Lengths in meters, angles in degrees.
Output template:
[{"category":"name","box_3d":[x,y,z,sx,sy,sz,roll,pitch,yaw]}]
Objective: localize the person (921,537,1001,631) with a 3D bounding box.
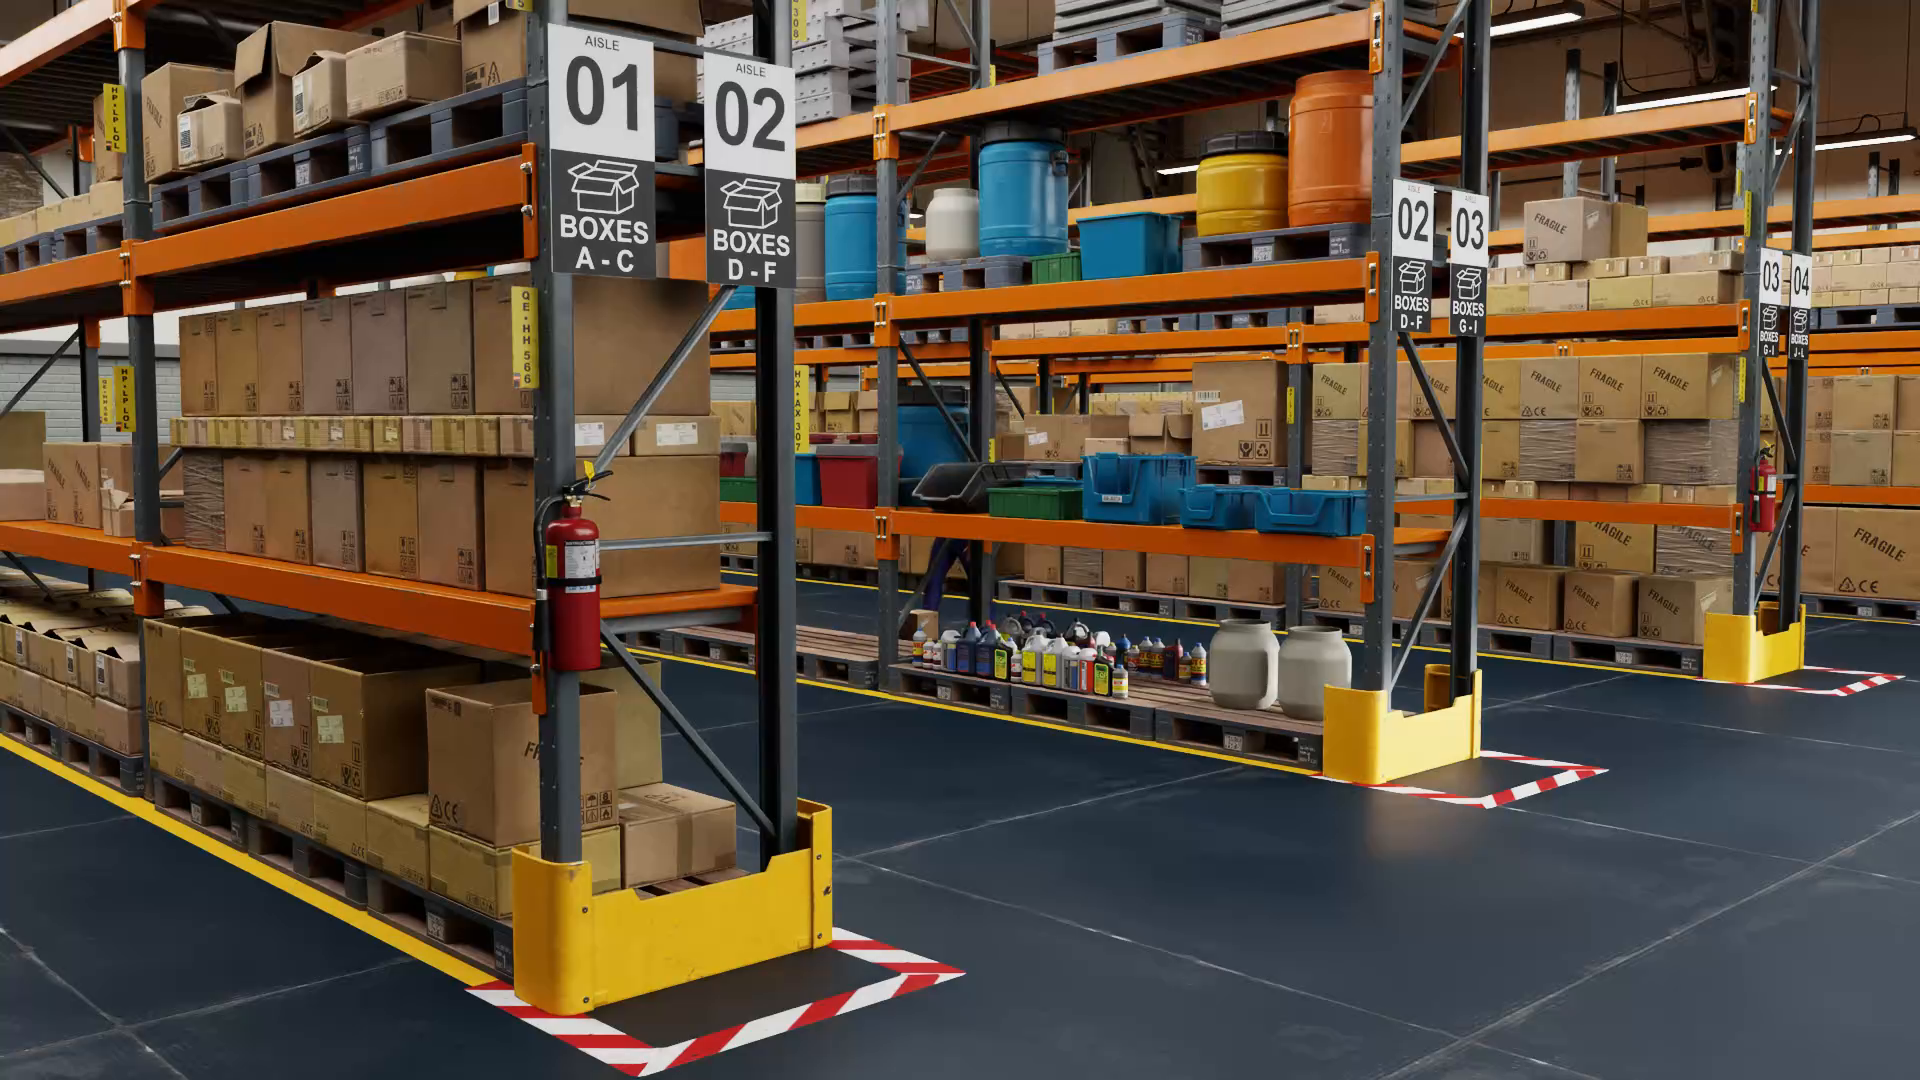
[{"category":"person","box_3d":[-0.026,0.048,14.989,0.639,1.608,0.873,2,5,29]}]
